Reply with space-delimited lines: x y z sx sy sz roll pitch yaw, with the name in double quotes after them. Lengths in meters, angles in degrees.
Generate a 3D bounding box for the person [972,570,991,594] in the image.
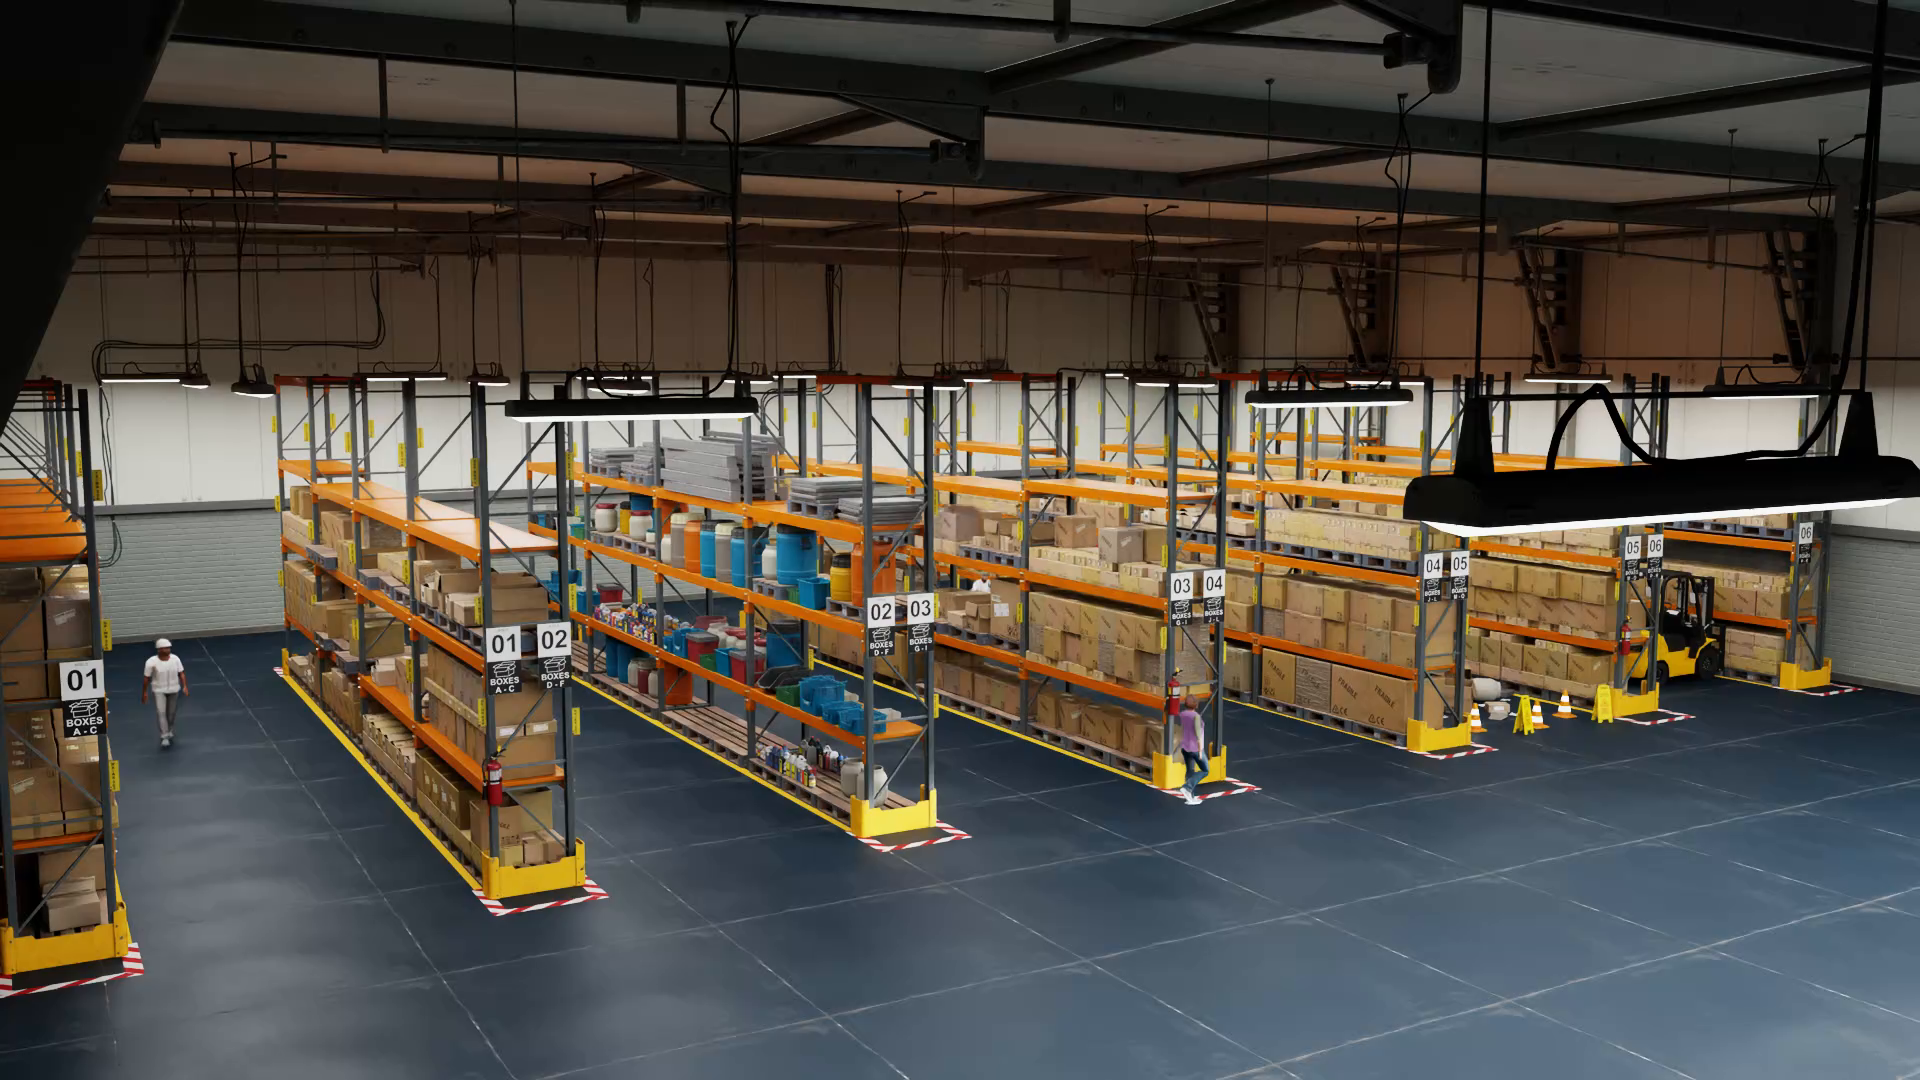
0.544 1.461 36.512 0.601 1.703 1.077 -3 7 -26 "person"

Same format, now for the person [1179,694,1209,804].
3.238 2.969 23.436 0.469 1.581 0.428 -4 8 -34 "person"

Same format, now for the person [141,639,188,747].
-13.037 2.469 27.275 0.667 1.695 1.067 -5 8 -38 "person"
